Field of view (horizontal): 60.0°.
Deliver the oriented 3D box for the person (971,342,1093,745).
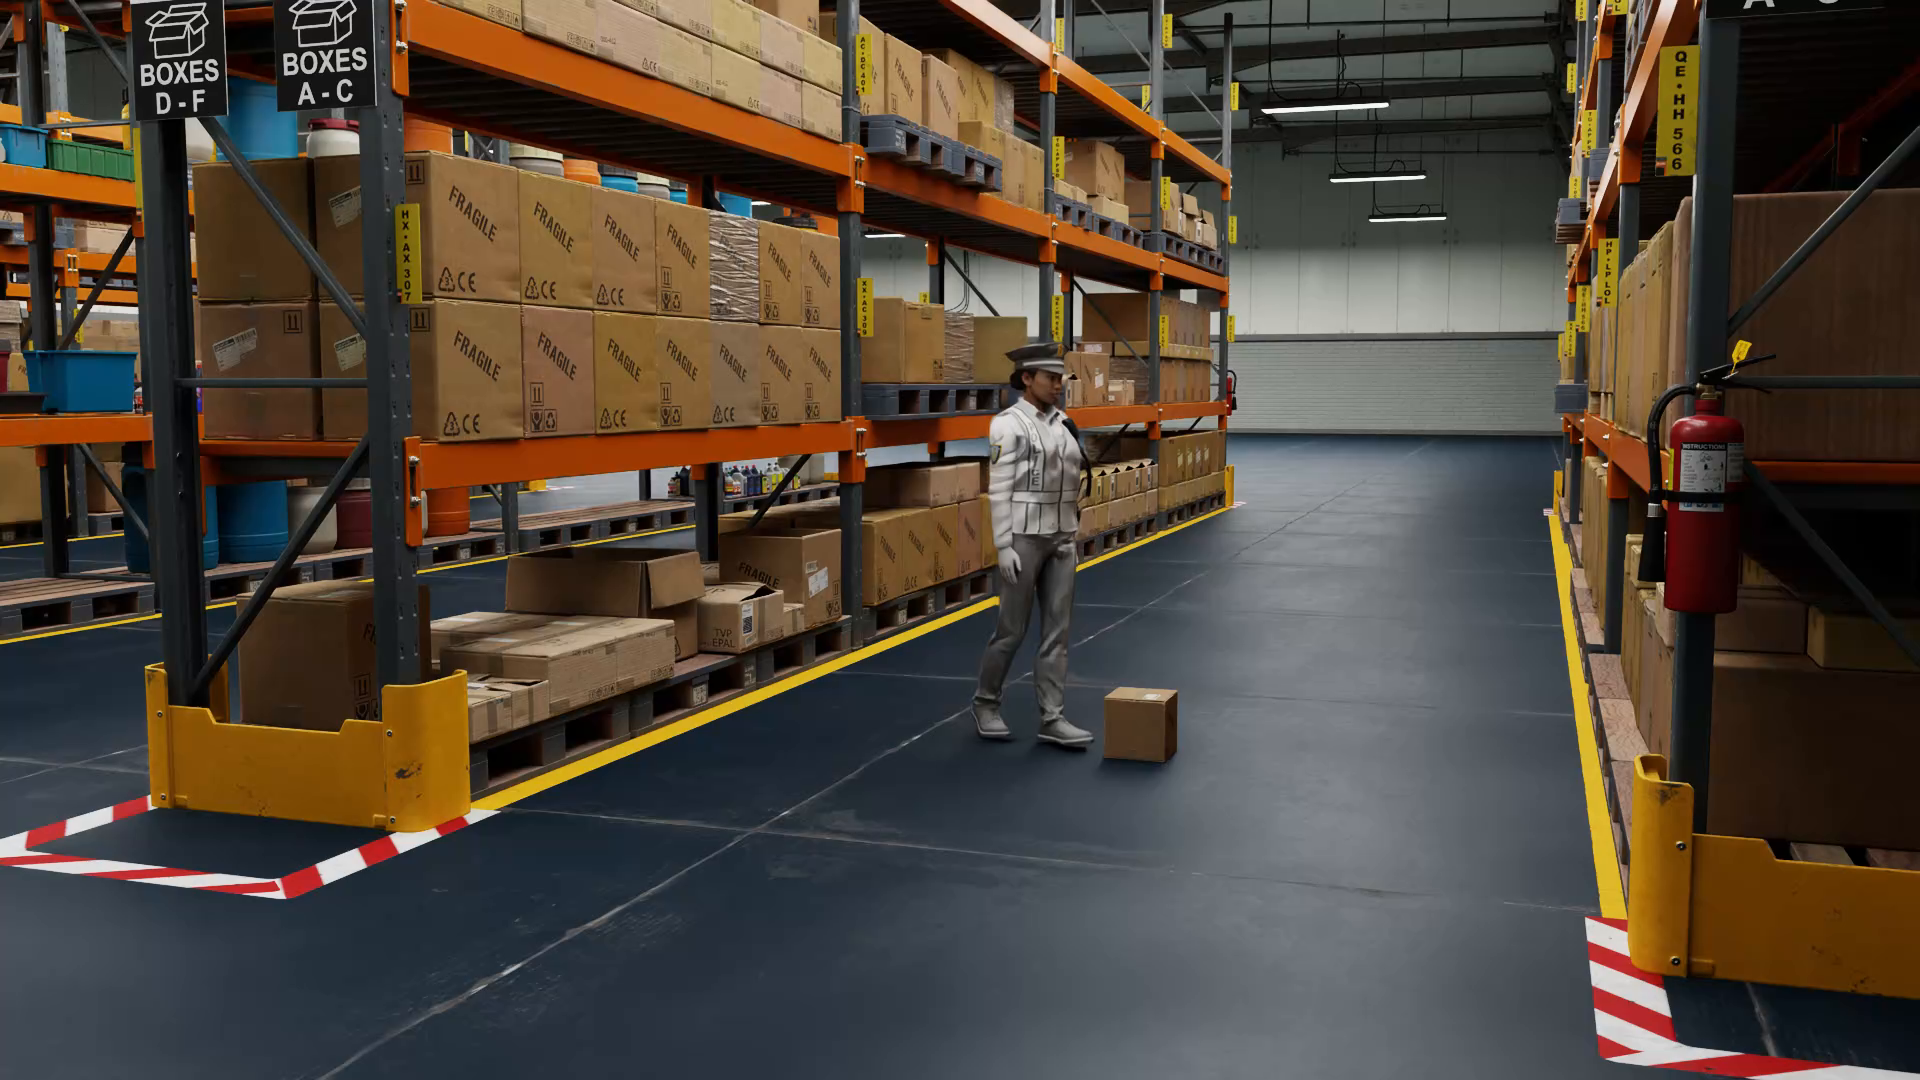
[{"bbox_3d":[0.316,0.009,6.965,0.502,1.665,0.613,-5,7,-41],"label":"person"}]
